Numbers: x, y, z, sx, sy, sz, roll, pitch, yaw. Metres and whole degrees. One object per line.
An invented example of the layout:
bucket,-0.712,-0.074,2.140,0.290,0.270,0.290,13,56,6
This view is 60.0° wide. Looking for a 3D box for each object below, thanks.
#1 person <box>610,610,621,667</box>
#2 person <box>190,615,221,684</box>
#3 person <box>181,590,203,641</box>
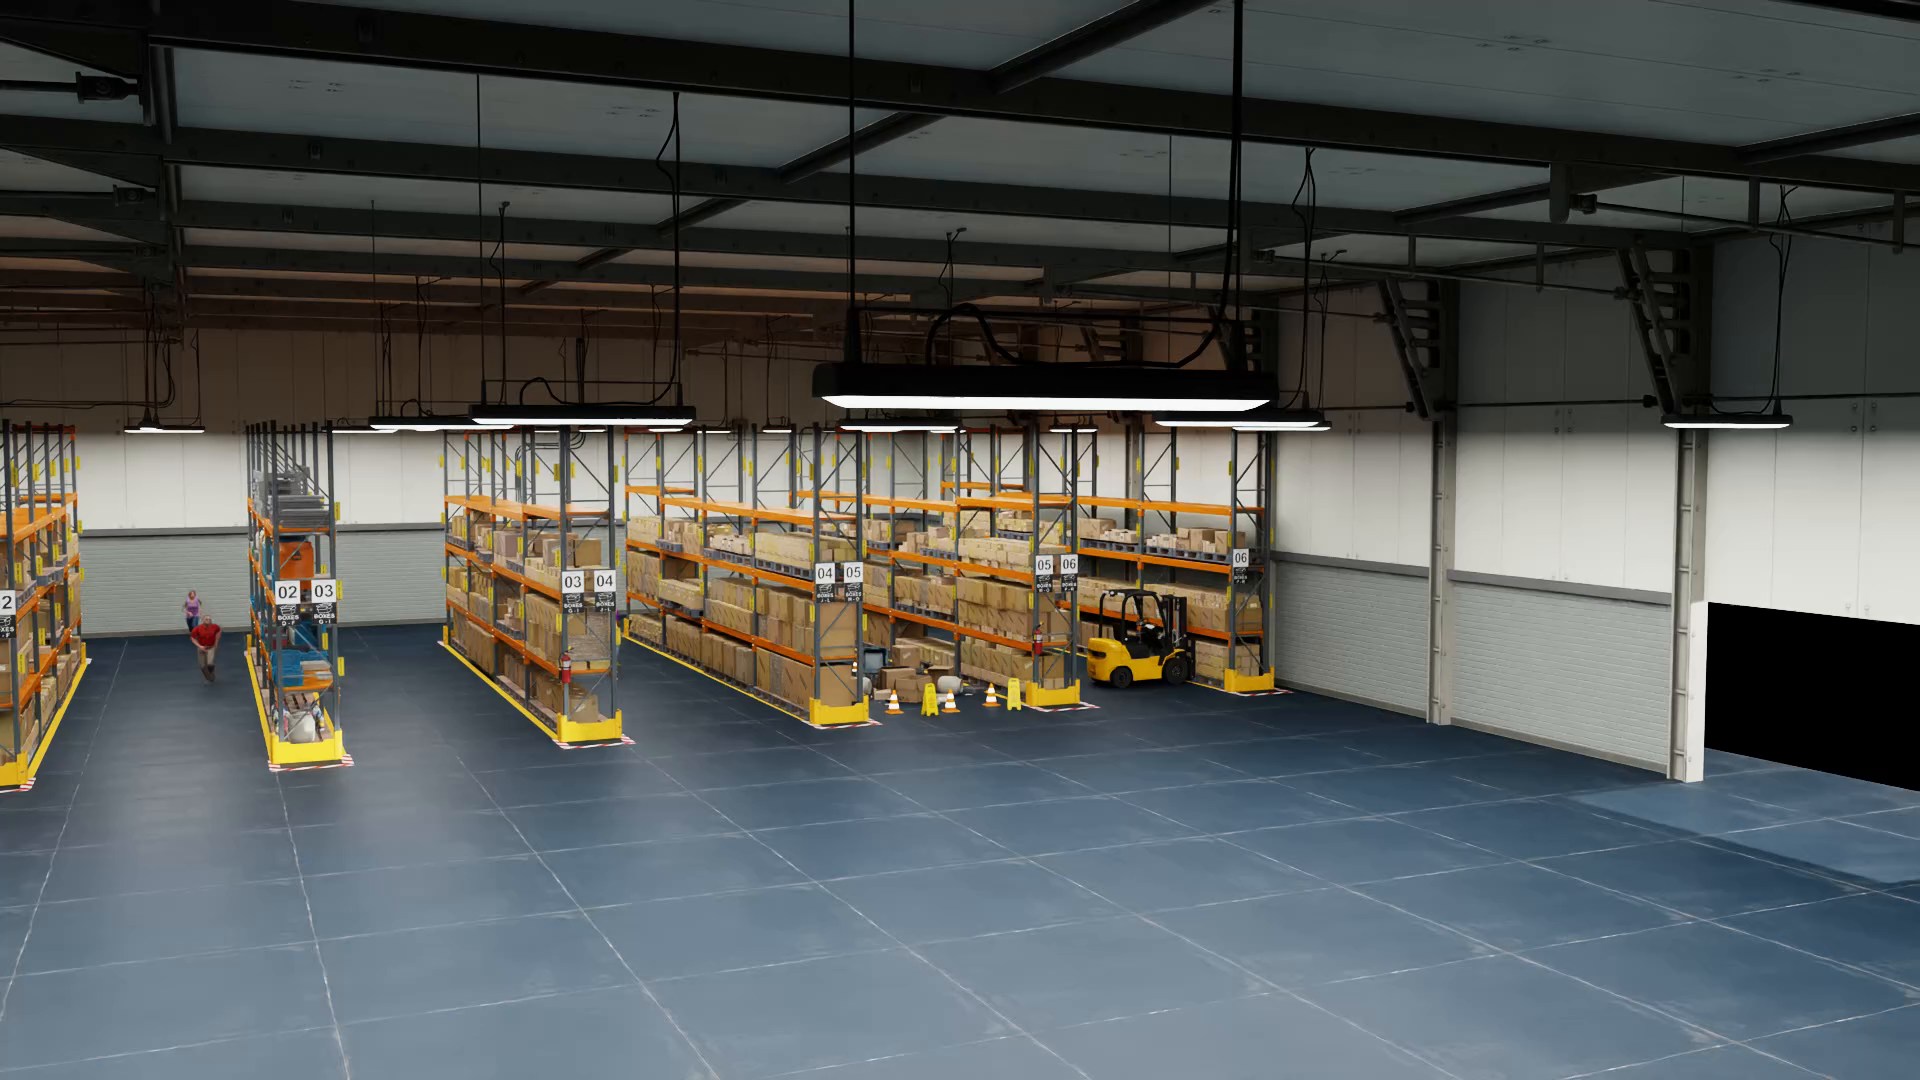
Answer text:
person,-8.634,2.288,40.887,0.609,1.769,0.489,0,4,5
person,-17.353,2.517,38.280,0.596,1.635,0.735,-1,4,-15
person,-20.998,2.105,45.510,0.490,1.513,0.782,-1,4,-14
